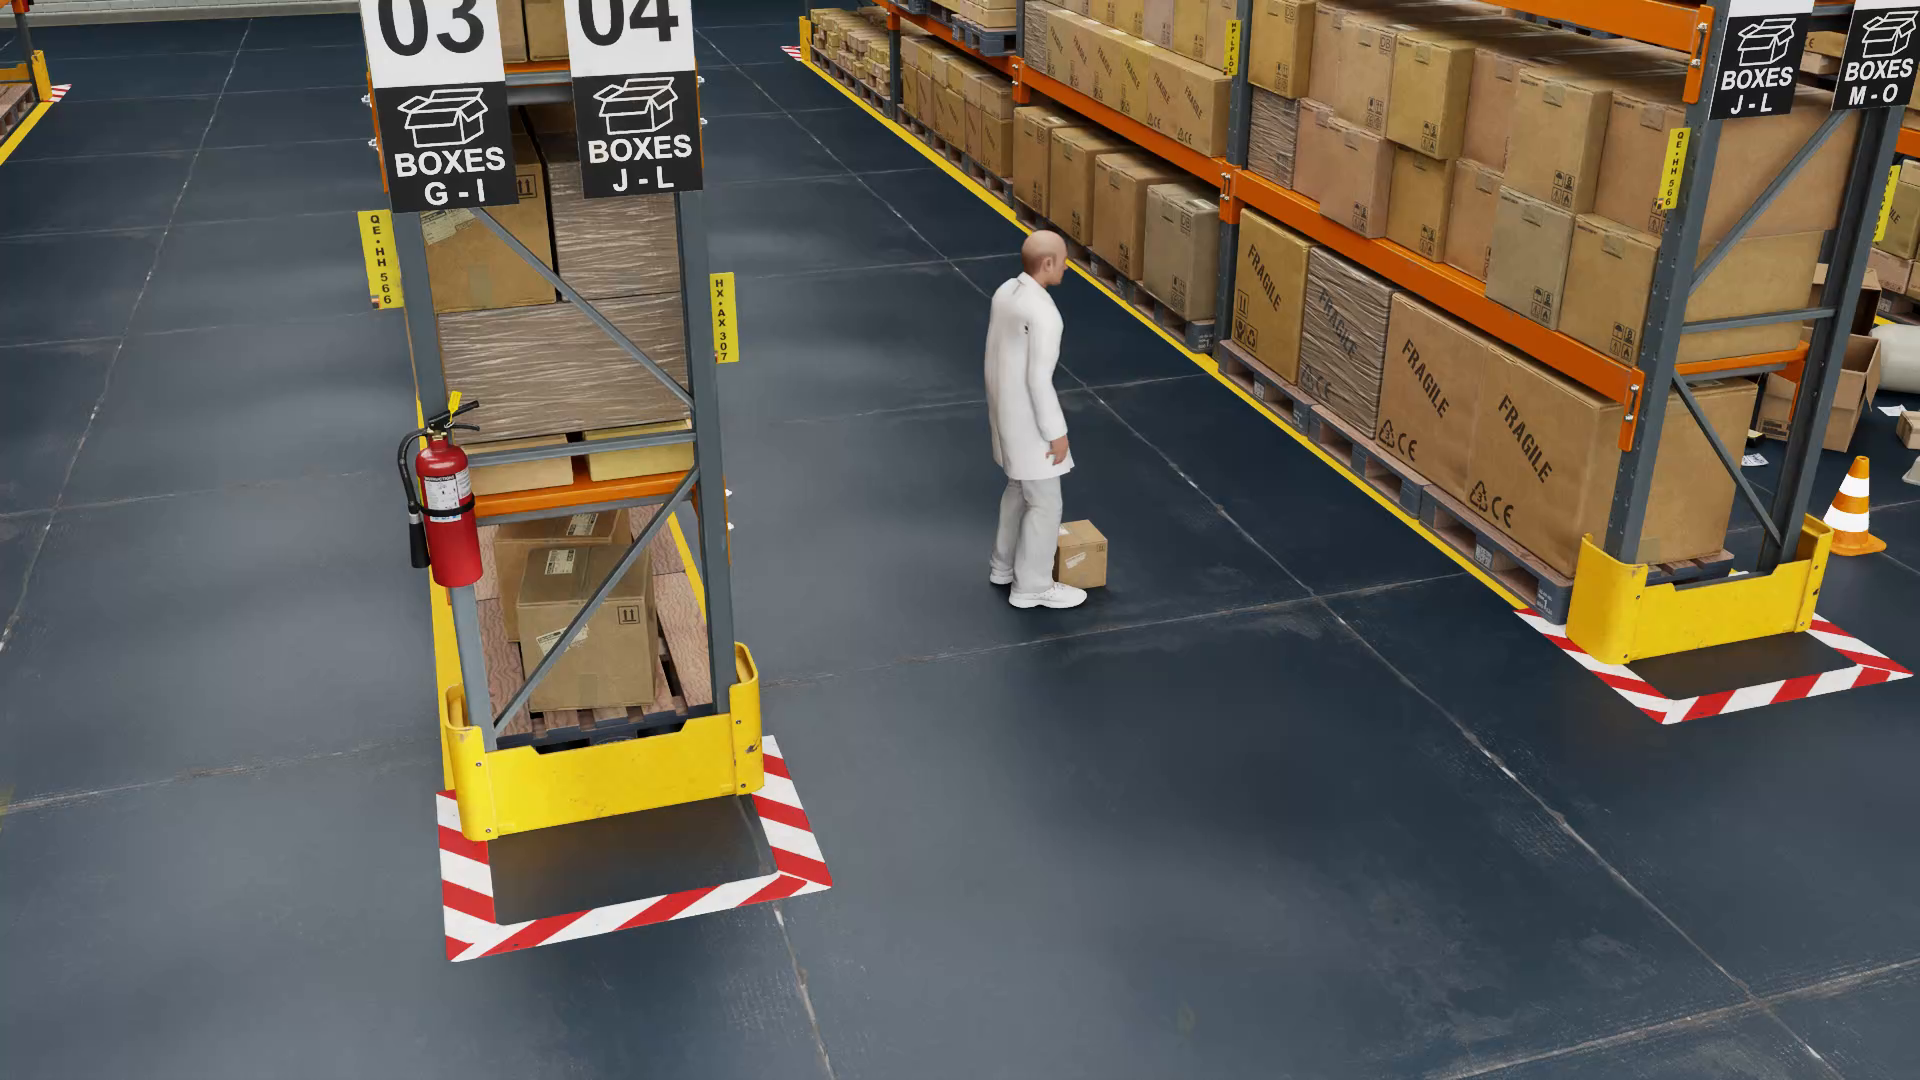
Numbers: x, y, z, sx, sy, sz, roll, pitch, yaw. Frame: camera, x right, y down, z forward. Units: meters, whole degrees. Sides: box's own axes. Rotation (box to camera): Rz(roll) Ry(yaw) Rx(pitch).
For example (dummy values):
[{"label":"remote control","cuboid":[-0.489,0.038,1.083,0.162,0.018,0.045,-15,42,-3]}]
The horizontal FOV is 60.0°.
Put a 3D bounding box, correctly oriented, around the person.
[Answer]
[{"label":"person","cuboid":[0.338,-0.571,7.801,0.417,1.774,0.643,-8,27,-16]}]
